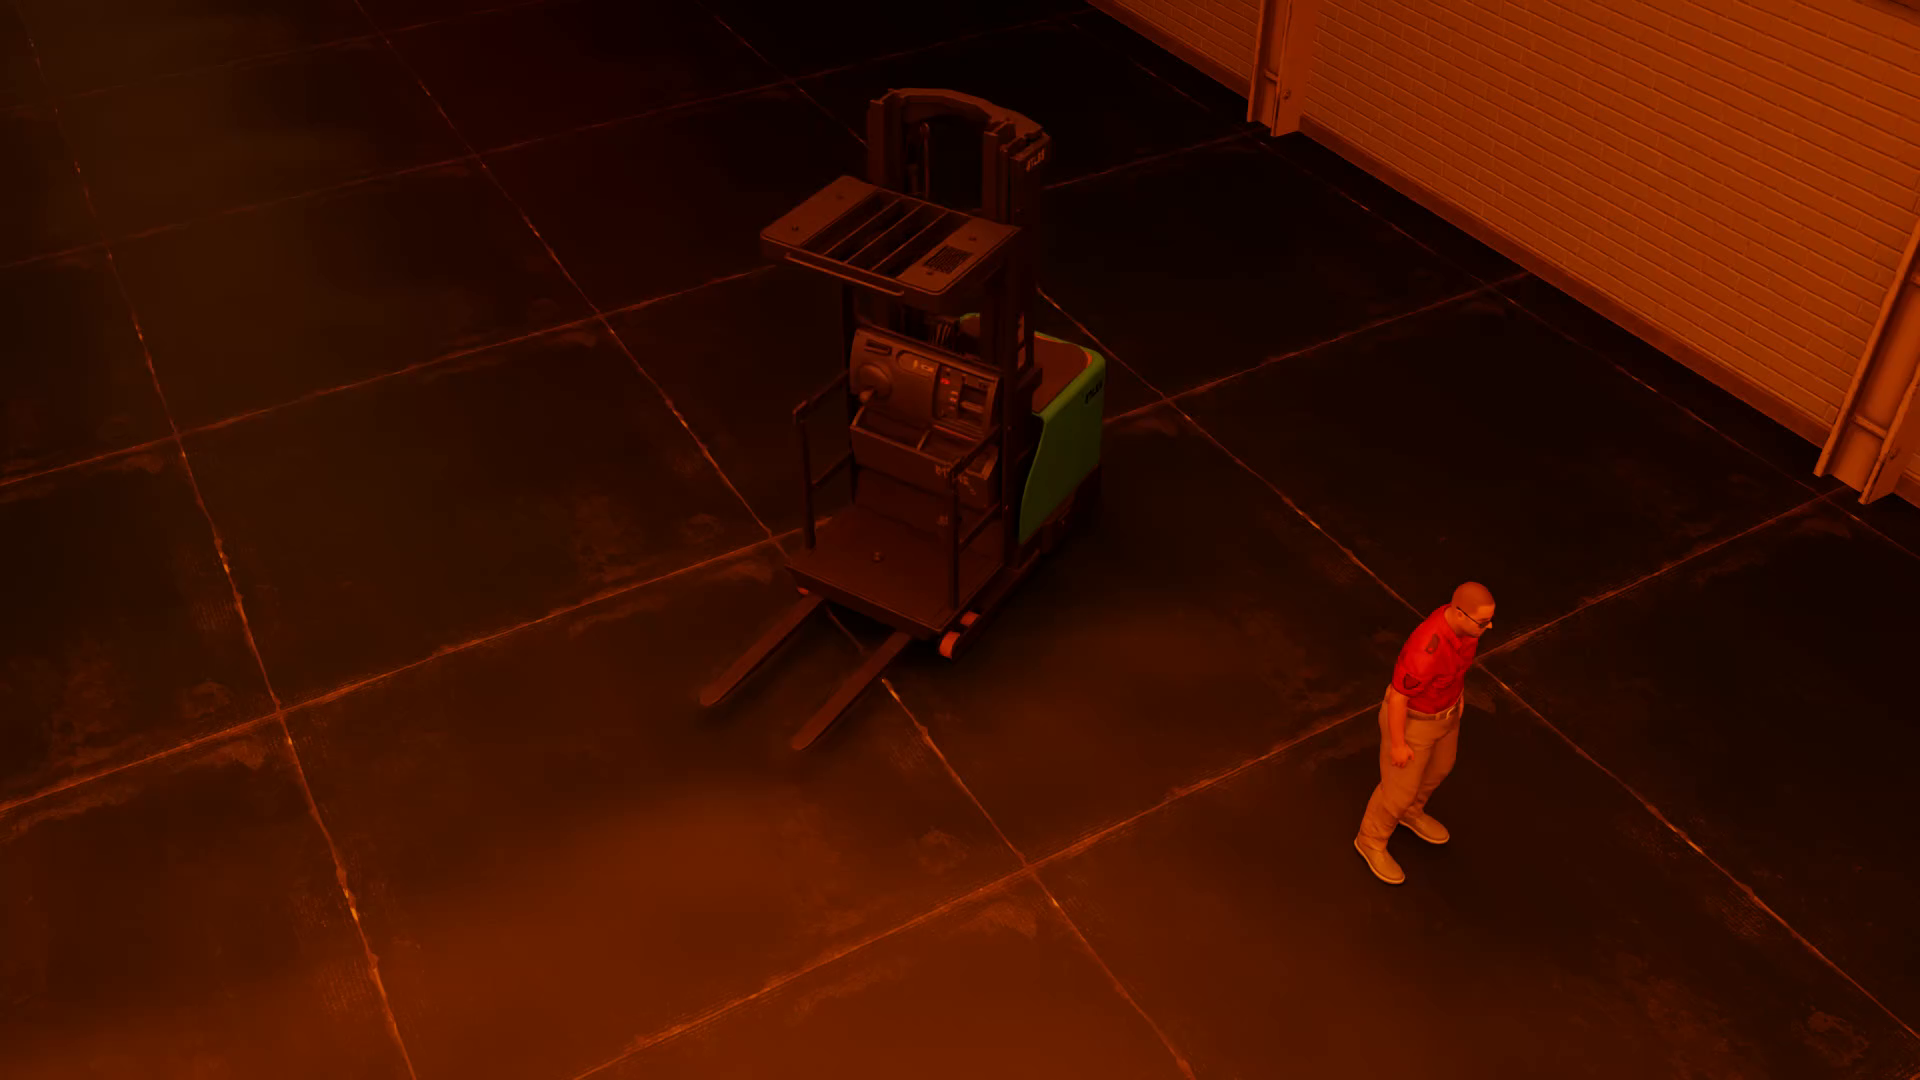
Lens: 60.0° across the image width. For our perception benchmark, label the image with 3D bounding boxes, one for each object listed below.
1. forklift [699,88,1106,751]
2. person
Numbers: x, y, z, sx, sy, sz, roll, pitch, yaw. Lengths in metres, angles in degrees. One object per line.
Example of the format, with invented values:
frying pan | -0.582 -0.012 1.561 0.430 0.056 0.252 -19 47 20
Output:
forklift | -0.315 -0.789 8.987 1.130 2.935 3.031 22 44 24
person | 2.235 0.857 7.947 0.587 1.725 0.397 -31 49 -32
